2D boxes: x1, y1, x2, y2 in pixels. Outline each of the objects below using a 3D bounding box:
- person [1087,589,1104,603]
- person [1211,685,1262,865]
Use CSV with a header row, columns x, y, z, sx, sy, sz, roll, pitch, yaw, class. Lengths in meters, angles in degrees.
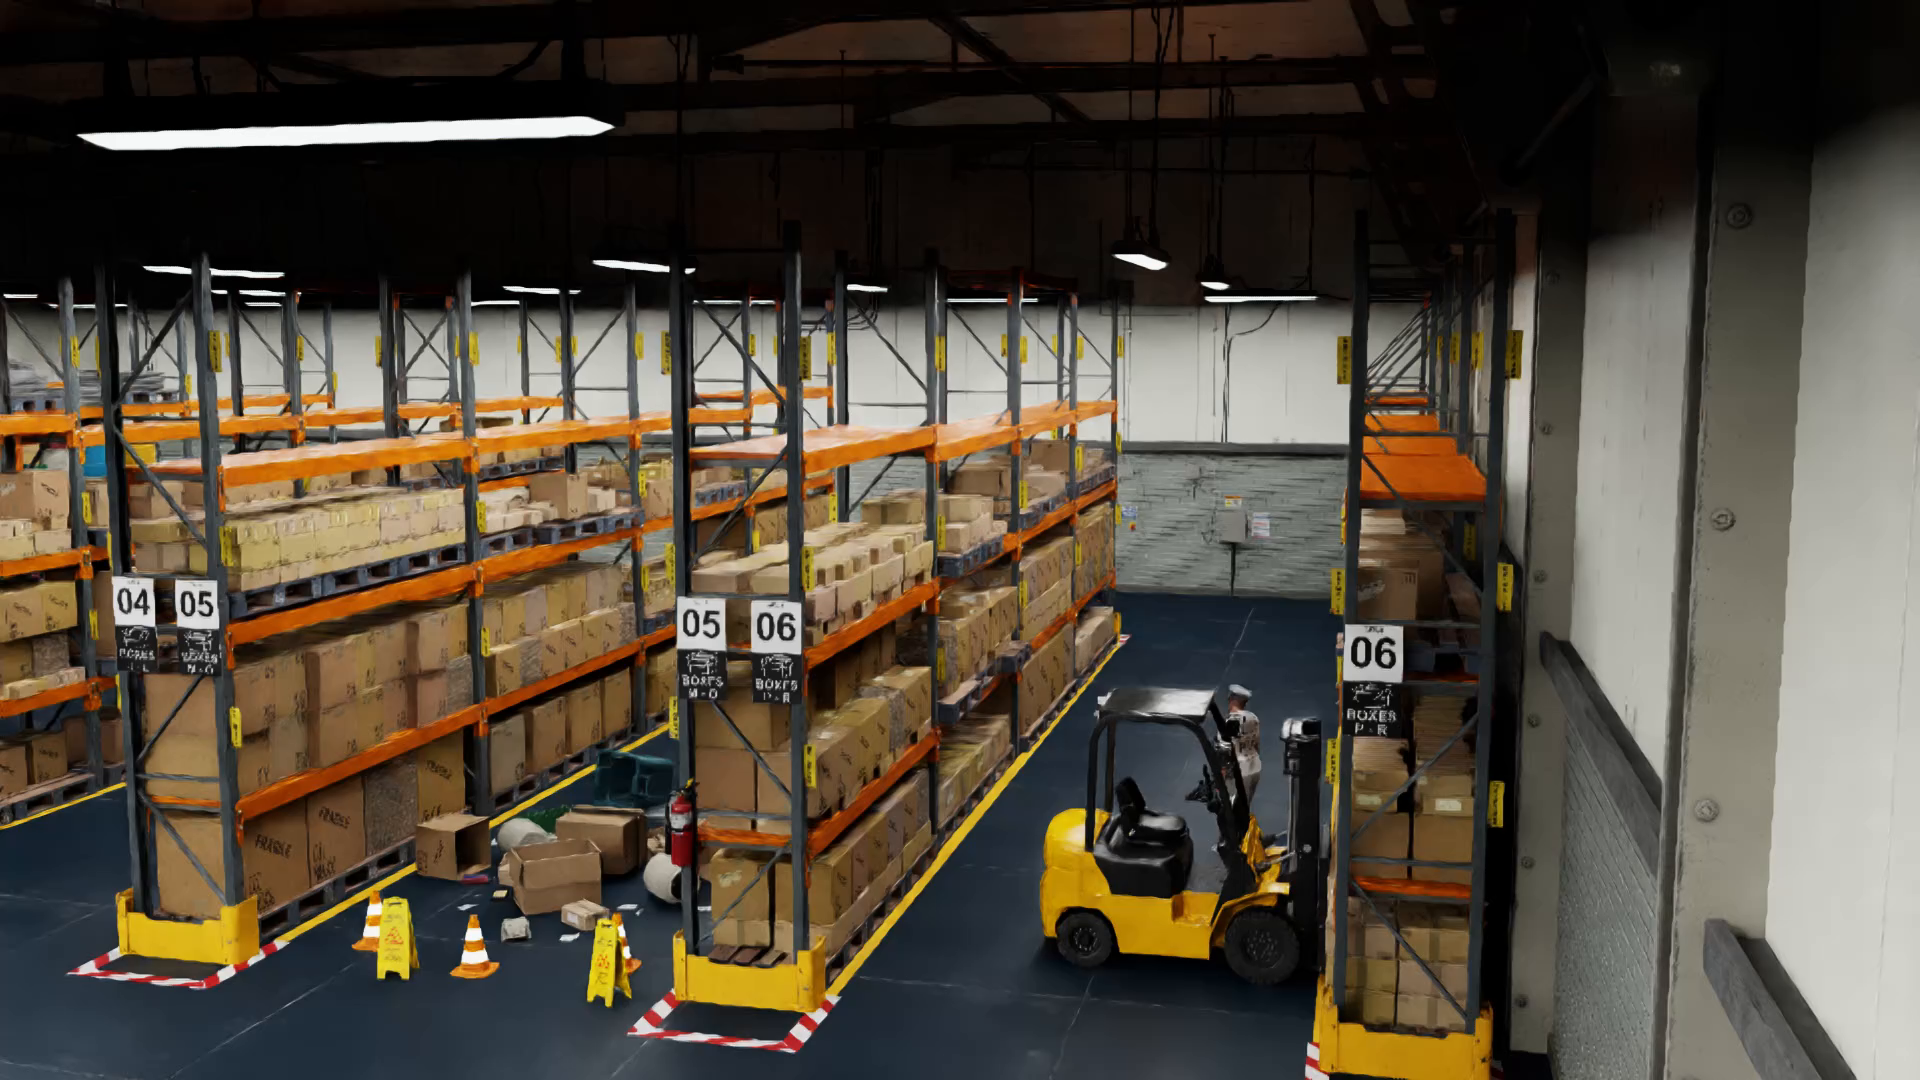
x,y,z,sx,sy,sz,roll,pitch,yaw,class
2.515,0.420,32.355,0.551,1.637,0.552,-6,9,-38,person
2.698,2.298,16.347,0.580,1.746,0.655,5,9,38,person
